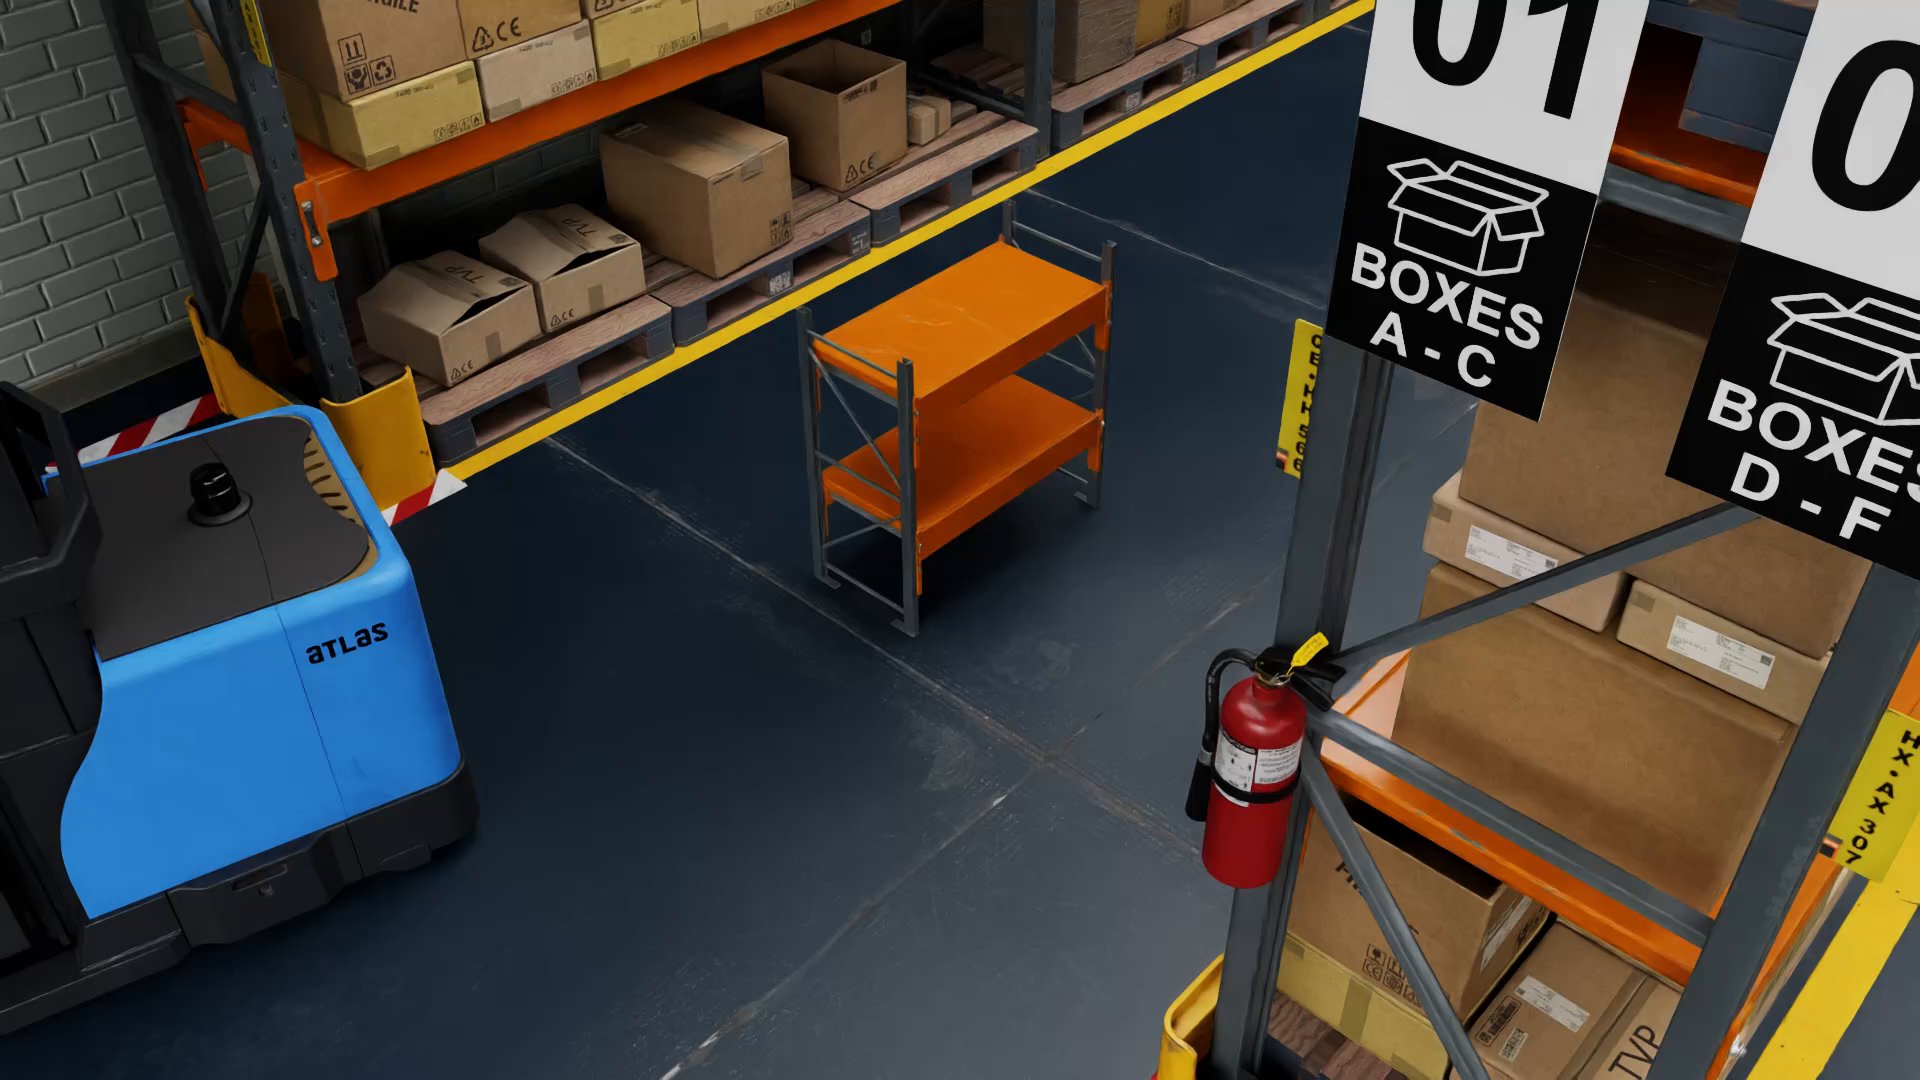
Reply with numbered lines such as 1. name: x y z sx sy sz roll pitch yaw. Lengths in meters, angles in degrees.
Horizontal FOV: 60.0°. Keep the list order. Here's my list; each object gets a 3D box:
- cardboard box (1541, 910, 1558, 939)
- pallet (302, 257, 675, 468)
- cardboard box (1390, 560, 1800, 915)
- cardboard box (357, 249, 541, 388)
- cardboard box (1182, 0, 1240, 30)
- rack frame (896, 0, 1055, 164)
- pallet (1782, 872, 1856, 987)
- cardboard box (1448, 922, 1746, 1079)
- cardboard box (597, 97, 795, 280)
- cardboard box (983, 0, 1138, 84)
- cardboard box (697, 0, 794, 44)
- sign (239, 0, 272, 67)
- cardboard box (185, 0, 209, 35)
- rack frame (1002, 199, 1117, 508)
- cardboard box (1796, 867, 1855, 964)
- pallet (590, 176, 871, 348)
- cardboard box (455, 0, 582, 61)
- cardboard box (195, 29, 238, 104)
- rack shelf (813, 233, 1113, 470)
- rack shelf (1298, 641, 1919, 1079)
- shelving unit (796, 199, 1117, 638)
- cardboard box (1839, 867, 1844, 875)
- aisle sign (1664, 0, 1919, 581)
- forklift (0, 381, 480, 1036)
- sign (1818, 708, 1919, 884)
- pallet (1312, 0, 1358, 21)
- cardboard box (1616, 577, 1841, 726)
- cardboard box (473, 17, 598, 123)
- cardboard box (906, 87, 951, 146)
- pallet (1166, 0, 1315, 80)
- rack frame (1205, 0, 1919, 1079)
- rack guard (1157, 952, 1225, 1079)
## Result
1. cardboard box: 1.499 0.841 4.654 0.500 0.250 0.500 30 47 32
2. pallet: -2.007 -0.845 7.144 1.003 0.211 1.213 30 47 32
3. cardboard box: 1.351 0.286 3.399 0.700 0.500 0.500 30 47 32
4. cardboard box: -2.099 -0.943 6.833 0.500 0.311 0.500 24 44 27
5. cardboard box: 1.236 -3.396 9.766 0.700 0.500 0.500 30 47 32
6. rack frame: 0.066 -3.381 8.092 1.000 3.000 0.127 30 47 32
7. pallet: 2.335 0.699 5.201 1.003 0.211 1.213 30 47 32
8. cardboard box: 1.552 1.294 4.085 0.500 0.250 0.500 30 47 32
9. cardboard box: -1.183 -1.595 7.501 0.700 0.500 0.500 27 46 29
10. cardboard box: 0.550 -2.920 9.167 0.700 0.500 0.500 31 48 33
11. cardboard box: -1.038 -2.291 6.825 0.500 0.250 0.500 30 47 32
12. sign: -2.232 -1.655 5.225 0.100 0.325 0.005 30 47 32
13. cardboard box: -2.472 -2.092 5.973 0.500 0.500 0.500 29 47 31
14. rack frame: 0.348 -0.677 6.198 0.500 1.125 0.032 30 47 32
15. cardboard box: 2.225 0.833 4.664 0.500 0.250 0.500 30 47 32
16. pallet: -1.184 -1.403 7.845 1.003 0.211 1.213 30 47 32
17. cardboard box: -1.748 -2.102 5.986 0.500 0.500 0.500 30 47 32
18. cardboard box: -2.460 -1.789 6.194 0.500 0.250 0.500 30 48 32
19. rack shelf: 0.005 -0.672 5.722 0.538 0.278 1.000 30 47 32
20. rack shelf: 2.376 -0.103 4.547 1.077 0.370 4.000 30 47 32
21. shelving unit: 0.005 -0.443 5.904 0.538 1.125 1.048 30 47 32
22. cardboard box: 2.216 0.534 4.437 0.500 0.500 0.500 30 47 32
23. aisle sign: 1.208 -0.324 2.159 0.394 0.787 0.004 30 47 32
24. forklift: -2.991 -0.007 3.904 3.031 2.935 1.130 -21 43 -24
25. sign: 1.432 0.401 2.577 0.100 0.325 0.005 30 47 32
26. pallet: 2.236 -3.769 10.820 1.003 0.211 1.213 30 47 32
27. cardboard box: 1.450 0.152 3.048 0.380 0.149 0.250 29 47 32
28. cardboard box: -1.729 -1.828 6.243 0.500 0.250 0.500 28 46 31
29. cardboard box: -0.273 -2.186 8.512 0.380 0.166 0.250 23 44 27
30. pallet: 1.413 -3.211 10.119 1.003 0.211 1.213 30 47 32
31. rack frame: 1.024 0.533 3.169 0.949 2.616 0.053 30 47 32
32. rack guard: 1.010 1.524 3.932 1.175 0.500 0.348 30 47 32
